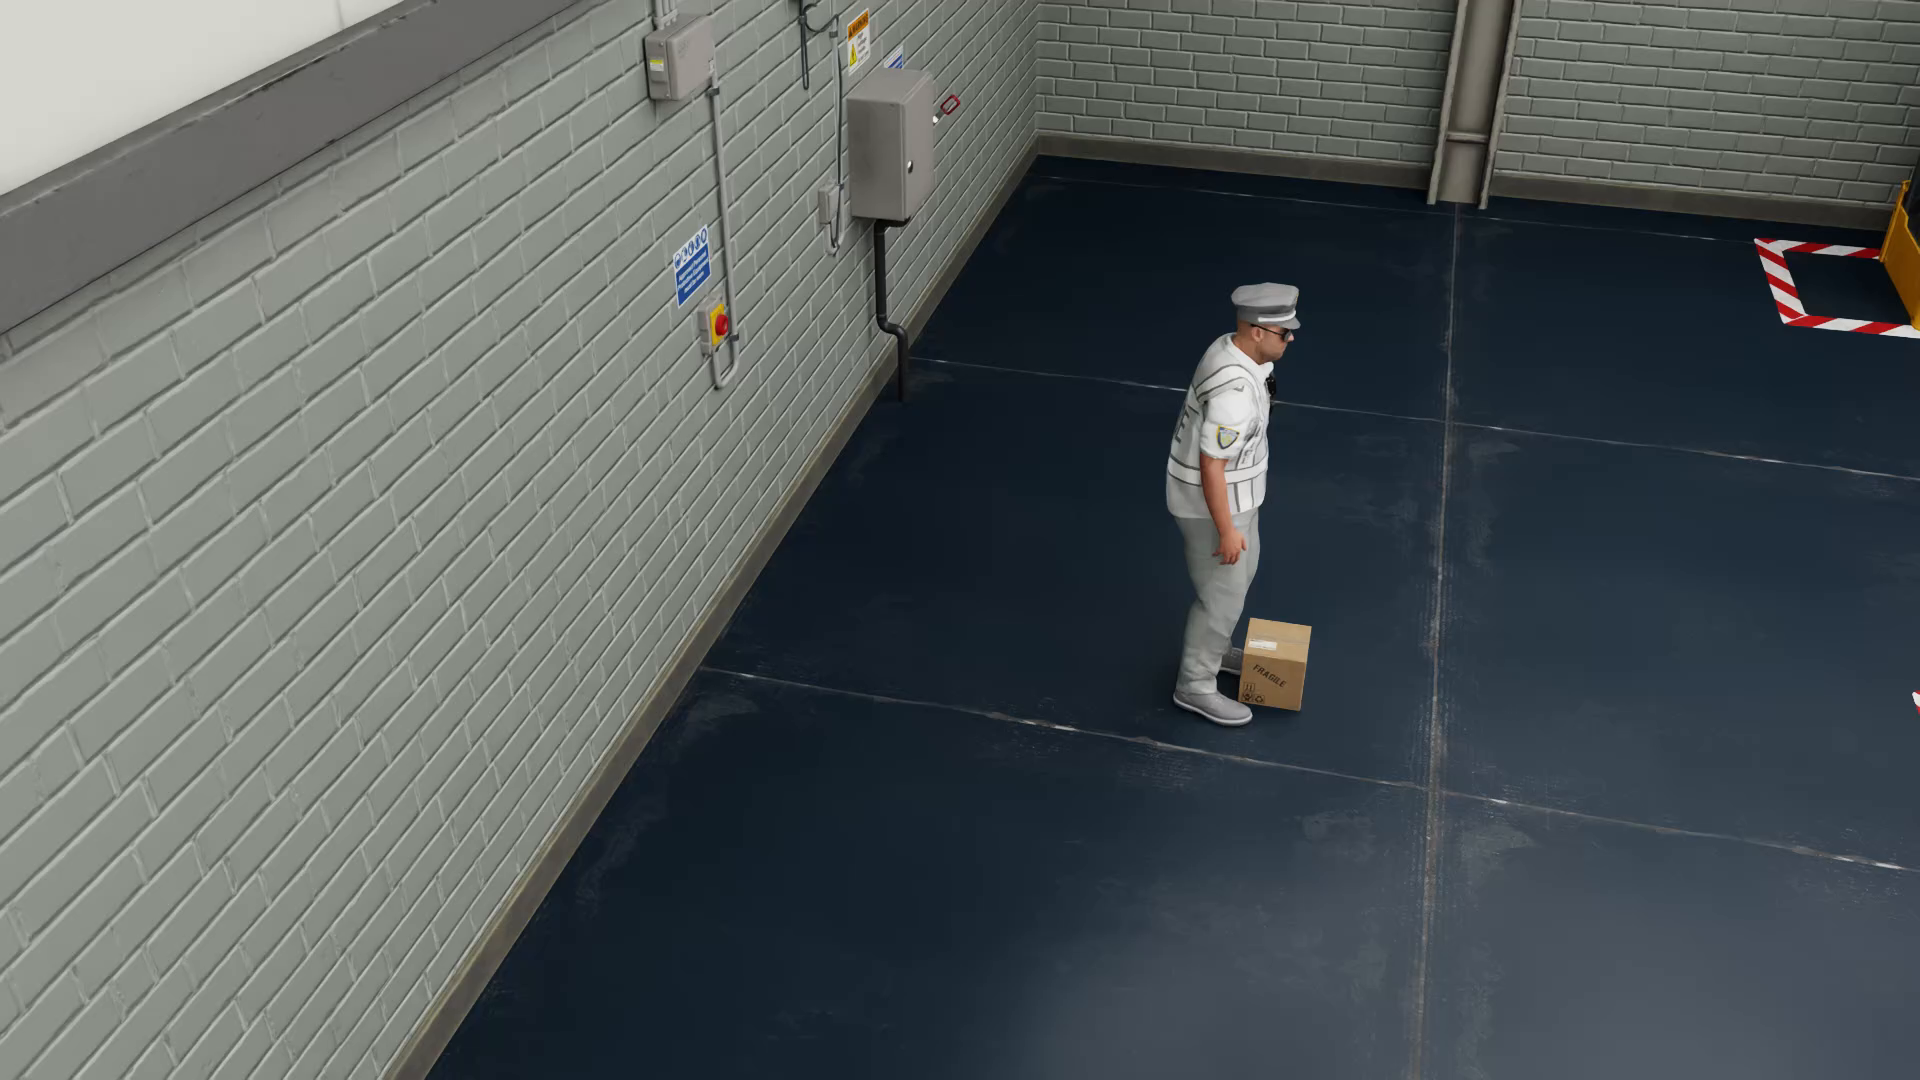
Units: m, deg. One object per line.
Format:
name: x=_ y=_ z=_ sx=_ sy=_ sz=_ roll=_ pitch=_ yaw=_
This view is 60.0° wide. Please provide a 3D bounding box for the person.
person: x=1.024 y=-0.160 z=6.380 sx=0.465 sy=1.749 sz=0.585 roll=8 pitch=34 yaw=13
